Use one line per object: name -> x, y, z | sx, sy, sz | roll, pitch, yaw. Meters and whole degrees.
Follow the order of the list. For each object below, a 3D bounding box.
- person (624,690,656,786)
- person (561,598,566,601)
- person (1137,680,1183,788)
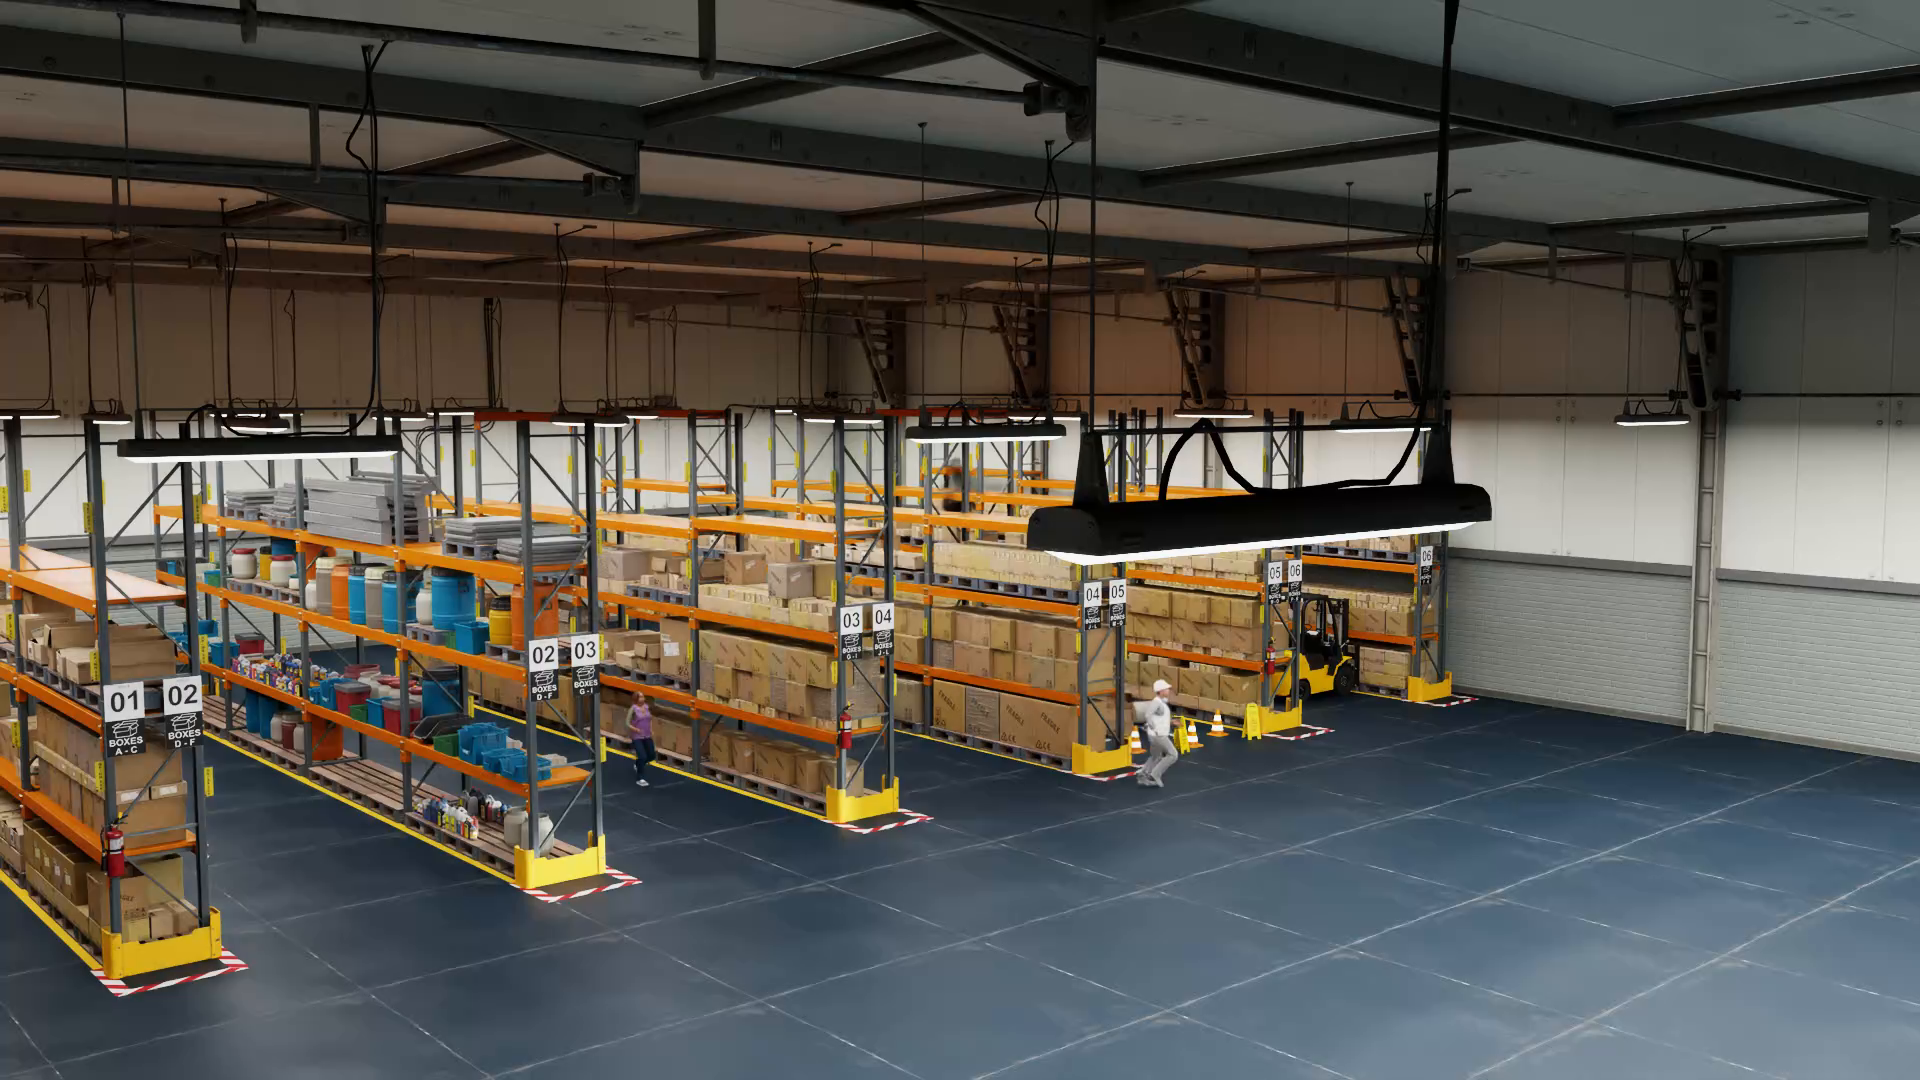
person -> -5.160, 3.197, 26.873 | 0.559, 1.550, 0.532 | 5, 7, 43
person -> -9.499, 2.137, 38.922 | 0.739, 1.563, 0.497 | -2, 5, -18
person -> 3.211, 3.110, 26.728 | 0.733, 1.731, 0.600 | 1, 5, 9
